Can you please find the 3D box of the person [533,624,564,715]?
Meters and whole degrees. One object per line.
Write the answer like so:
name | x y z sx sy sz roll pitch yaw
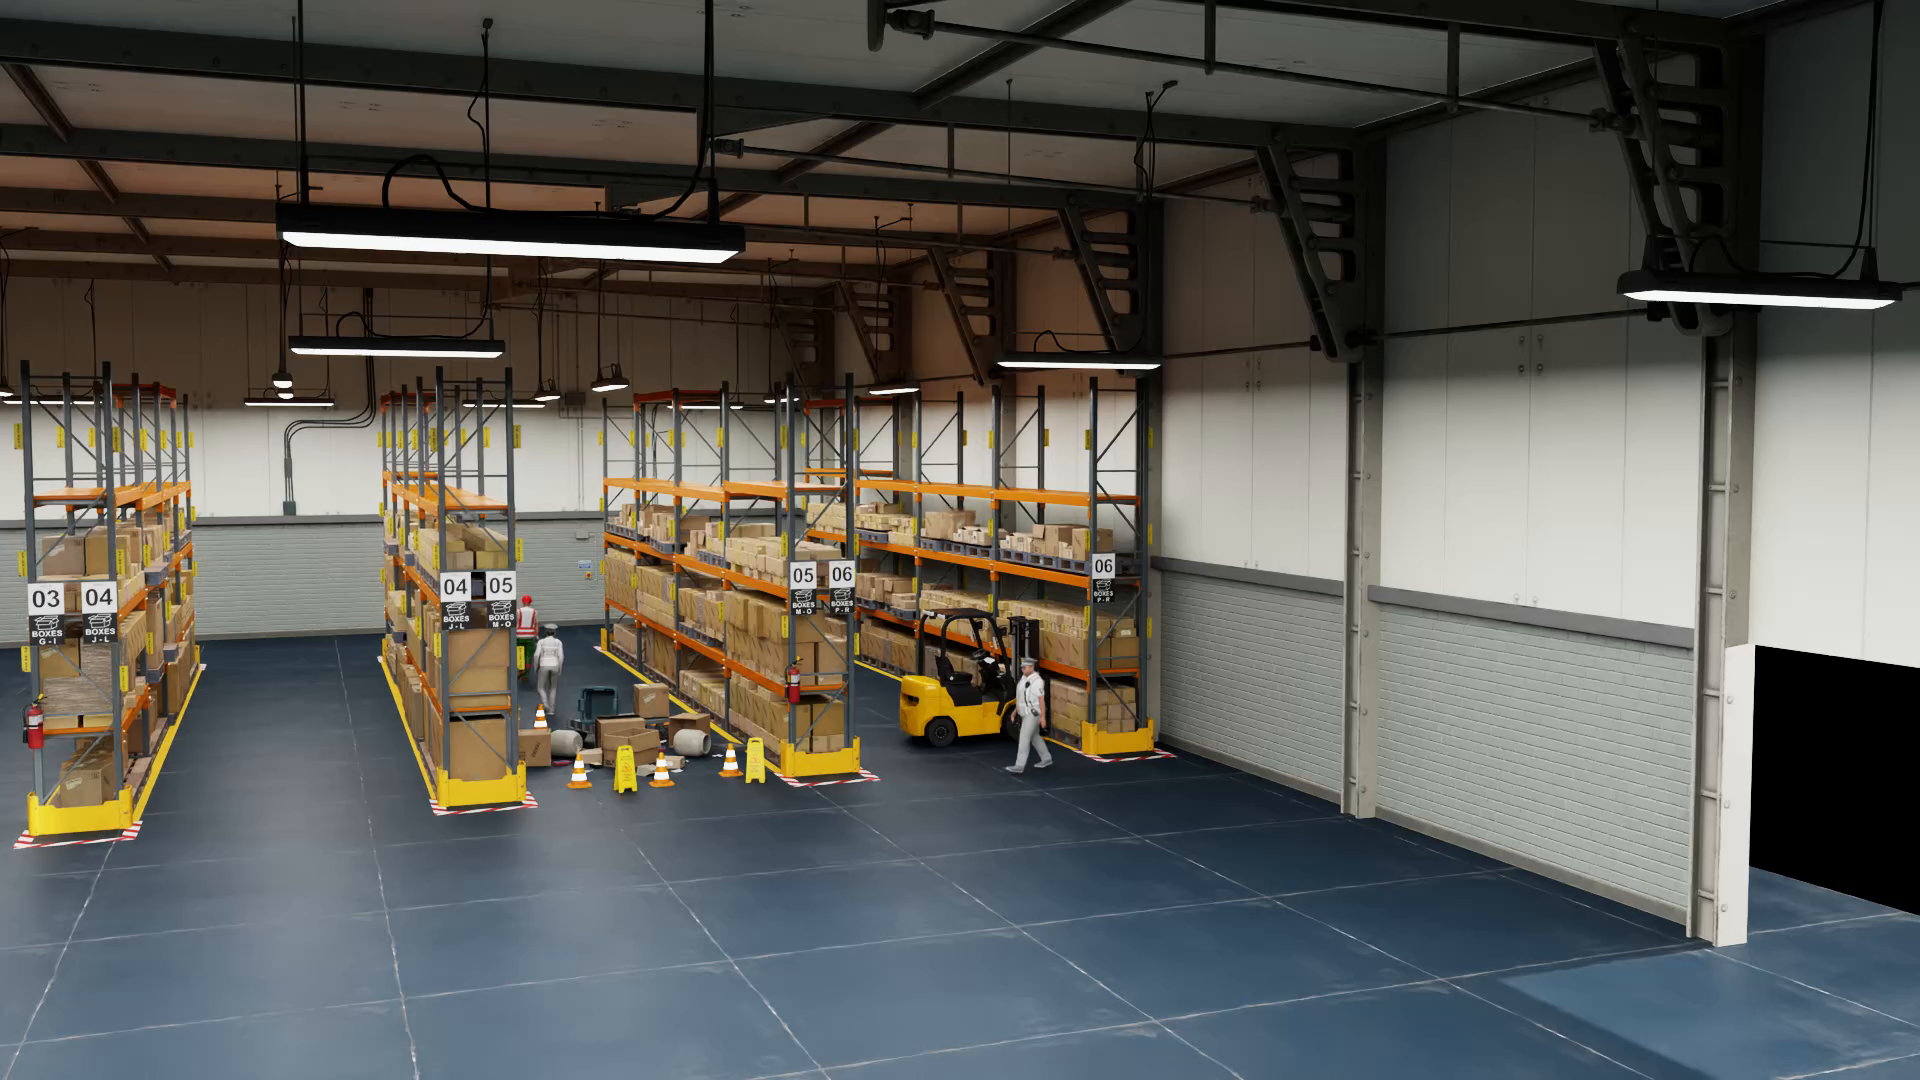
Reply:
person | -7.460 2.368 30.204 0.542 1.646 0.617 -1 4 -20

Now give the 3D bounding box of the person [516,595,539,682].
person | -9.002 2.030 34.421 0.591 1.785 0.474 -1 4 -22

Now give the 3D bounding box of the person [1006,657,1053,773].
person | 1.033 2.633 25.148 0.882 1.728 0.544 -1 4 -19
